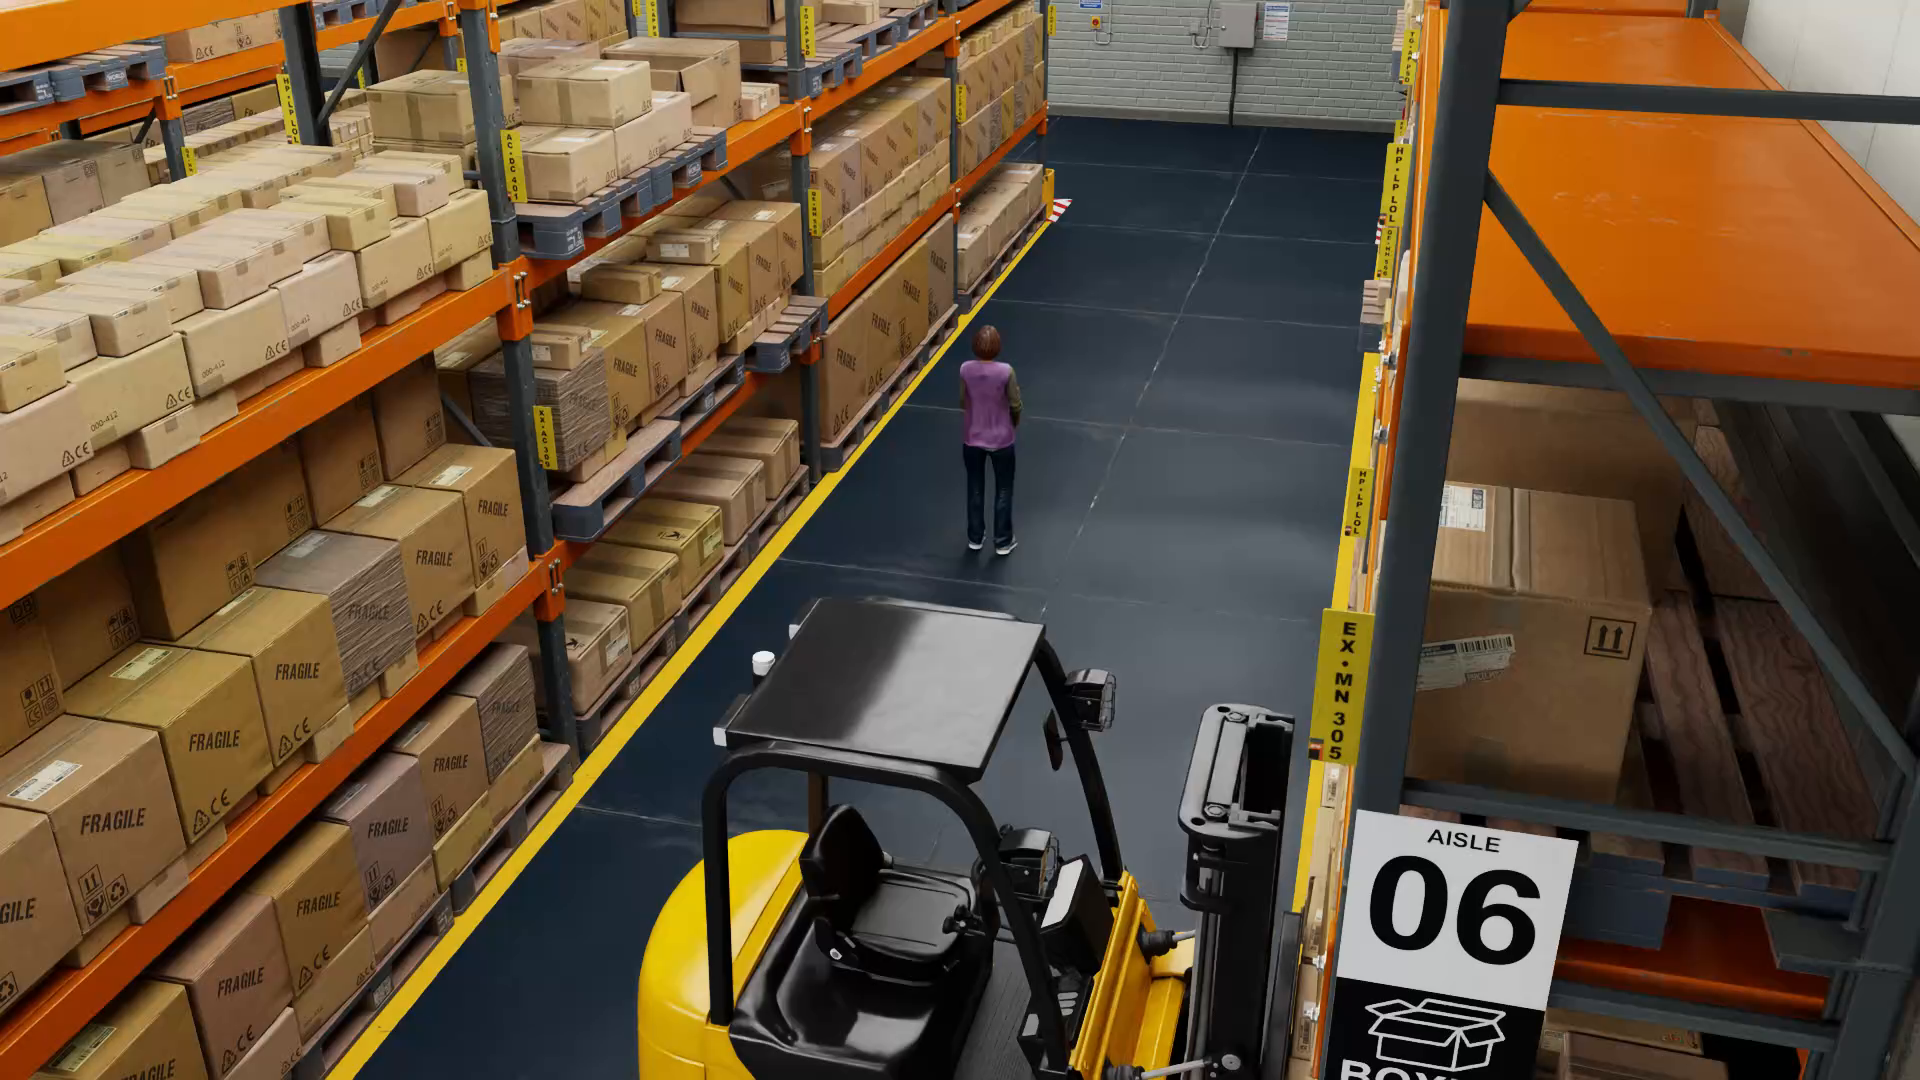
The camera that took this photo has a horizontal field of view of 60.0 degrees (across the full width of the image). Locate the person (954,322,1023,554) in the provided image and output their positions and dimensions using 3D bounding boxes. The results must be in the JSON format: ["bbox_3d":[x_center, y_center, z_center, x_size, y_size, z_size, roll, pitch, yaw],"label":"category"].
[{"bbox_3d":[0.191,-0.668,11.083,0.455,1.596,0.373,6,26,12],"label":"person"}]
